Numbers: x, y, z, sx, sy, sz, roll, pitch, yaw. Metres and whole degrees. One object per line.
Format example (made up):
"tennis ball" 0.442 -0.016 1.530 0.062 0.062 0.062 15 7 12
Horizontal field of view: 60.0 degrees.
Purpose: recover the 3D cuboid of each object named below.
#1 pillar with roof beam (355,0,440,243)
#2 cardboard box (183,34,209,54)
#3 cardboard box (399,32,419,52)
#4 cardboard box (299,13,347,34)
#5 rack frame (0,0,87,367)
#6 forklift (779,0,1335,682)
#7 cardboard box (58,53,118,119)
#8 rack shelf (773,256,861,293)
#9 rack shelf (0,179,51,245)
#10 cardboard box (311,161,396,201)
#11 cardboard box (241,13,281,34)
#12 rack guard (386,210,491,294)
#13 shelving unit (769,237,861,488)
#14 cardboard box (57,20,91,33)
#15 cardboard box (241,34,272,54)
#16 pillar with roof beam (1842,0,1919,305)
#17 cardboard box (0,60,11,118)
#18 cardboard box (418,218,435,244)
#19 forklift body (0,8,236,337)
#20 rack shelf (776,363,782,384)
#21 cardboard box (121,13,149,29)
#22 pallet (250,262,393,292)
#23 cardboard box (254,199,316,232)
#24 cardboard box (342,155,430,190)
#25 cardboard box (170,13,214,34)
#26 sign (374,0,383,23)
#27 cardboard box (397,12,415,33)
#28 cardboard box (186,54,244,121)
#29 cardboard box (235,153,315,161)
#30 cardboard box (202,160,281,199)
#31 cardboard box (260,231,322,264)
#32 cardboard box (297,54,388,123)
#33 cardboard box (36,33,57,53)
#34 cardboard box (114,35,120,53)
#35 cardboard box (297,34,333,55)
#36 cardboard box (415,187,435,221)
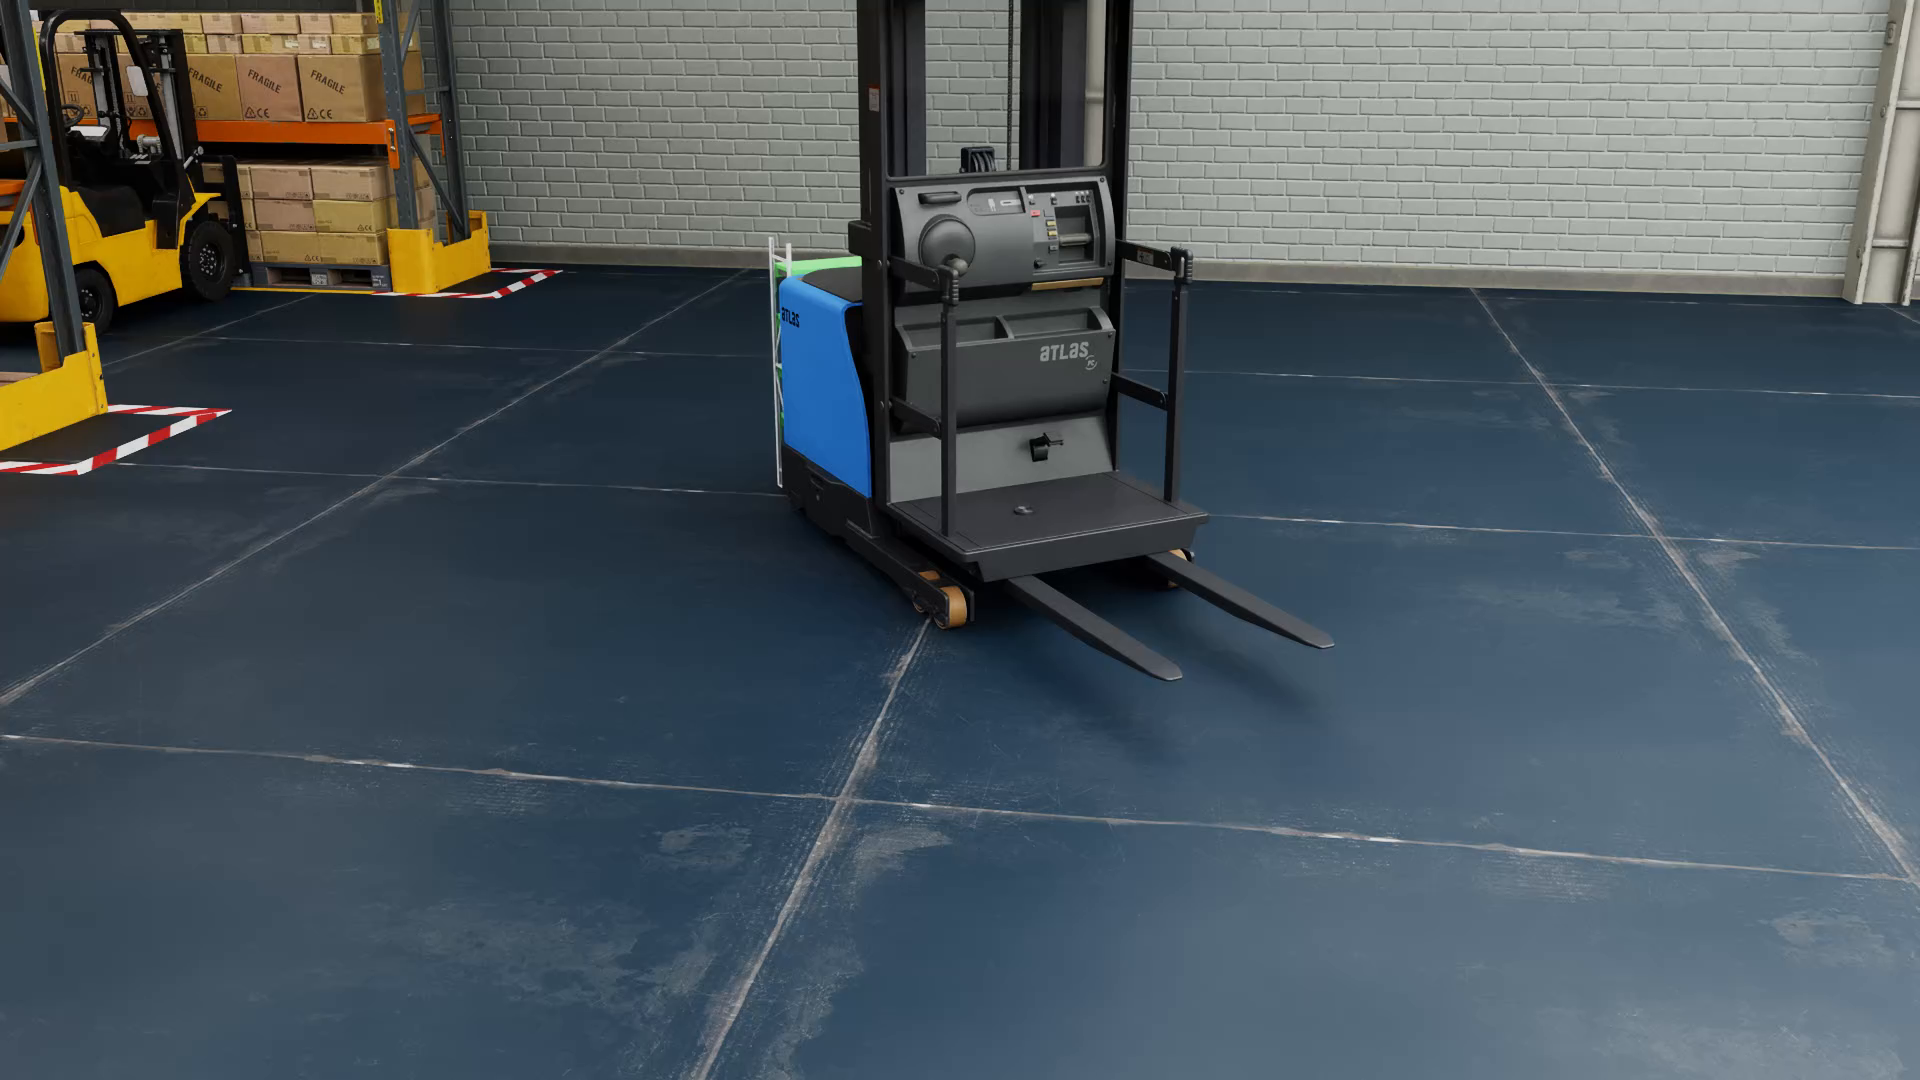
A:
"pillar with roof beam" -5.489 -5.362 9.148 0.400 9.000 9.100 3 19 9
"cardboard box" -5.919 -3.890 13.023 0.250 0.149 0.380 3 19 9
"cardboard box" -4.555 -4.002 13.357 0.250 0.149 0.380 2 19 7
"cardboard box" -4.897 -3.999 12.880 0.250 0.149 0.380 3 19 9
"rack frame" -5.045 -1.993 8.534 0.127 3.000 1.000 3 19 9
"forklift" 0.281 -1.211 6.303 1.130 2.935 3.031 -9 21 -25
"cardboard box" -6.797 -3.647 13.318 0.500 0.500 0.500 3 19 8
"rack shelf" -0.609 -1.233 7.787 0.480 0.148 0.258 -9 21 -26
"rack shelf" -7.020 -1.753 8.949 4.000 0.370 1.077 3 19 9
"cardboard box" -4.766 -2.844 13.170 0.500 0.250 0.500 4 19 10
"cardboard box" -5.394 -4.040 13.001 0.250 0.149 0.380 3 19 9
"rack guard" -4.238 -2.362 13.575 0.348 0.500 1.175 3 19 9
"shelving unit" -0.609 -0.839 7.919 0.503 1.200 0.258 -9 21 -26
"cardboard box" -6.919 -4.093 13.158 0.250 0.149 0.380 3 19 8
"cardboard box" -5.395 -3.885 13.008 0.250 0.149 0.380 3 19 8
"pillar with roof beam" 6.359 -4.758 7.343 0.400 9.000 9.100 3 19 9
"cardboard box" -7.814 -3.693 13.456 0.500 0.500 0.500 2 19 7
"cardboard box" -4.715 -2.530 13.808 0.500 0.250 0.500 3 19 9
"forklift body" -6.423 -2.670 11.894 1.214 2.155 2.313 3 19 9
"rack shelf" -0.609 -0.778 7.939 0.480 0.148 0.258 -9 21 -26
"cardboard box" -6.410 -4.090 13.151 0.250 0.149 0.380 3 19 9
"pallet" -5.023 -2.252 13.700 1.213 0.211 1.003 3 19 9
"cardboard box" -5.285 -2.636 13.338 0.500 0.250 0.500 3 19 8
"cardboard box" -4.706 -3.002 13.642 0.500 0.250 0.500 3 19 8
"cardboard box" -5.925 -4.030 12.970 0.250 0.149 0.380 3 19 10
"sign" -4.361 -4.041 12.454 0.005 0.325 0.100 3 19 9
"cardboard box" -4.559 -4.129 13.266 0.250 0.149 0.380 3 19 8
"cardboard box" -5.806 -3.593 13.158 0.500 0.500 0.500 3 19 8
"cardboard box" -5.692 -3.054 13.799 0.500 0.250 0.500 3 19 8
"cardboard box" -5.770 -2.890 13.308 0.500 0.250 0.500 3 19 9
"cardboard box" -5.265 -2.397 13.410 0.500 0.250 0.500 3 19 9
"cardboard box" -4.789 -3.539 12.994 0.500 0.500 0.500 3 19 7
"cardboard box" -7.188 -3.954 13.213 0.250 0.149 0.380 3 19 10
"cardboard box" -6.679 -3.933 13.151 0.250 0.149 0.380 2 19 7
"cardboard box" -4.905 -3.837 12.863 0.250 0.149 0.380 3 19 10
"cardboard box" -4.693 -2.770 13.737 0.500 0.250 0.500 3 19 10
